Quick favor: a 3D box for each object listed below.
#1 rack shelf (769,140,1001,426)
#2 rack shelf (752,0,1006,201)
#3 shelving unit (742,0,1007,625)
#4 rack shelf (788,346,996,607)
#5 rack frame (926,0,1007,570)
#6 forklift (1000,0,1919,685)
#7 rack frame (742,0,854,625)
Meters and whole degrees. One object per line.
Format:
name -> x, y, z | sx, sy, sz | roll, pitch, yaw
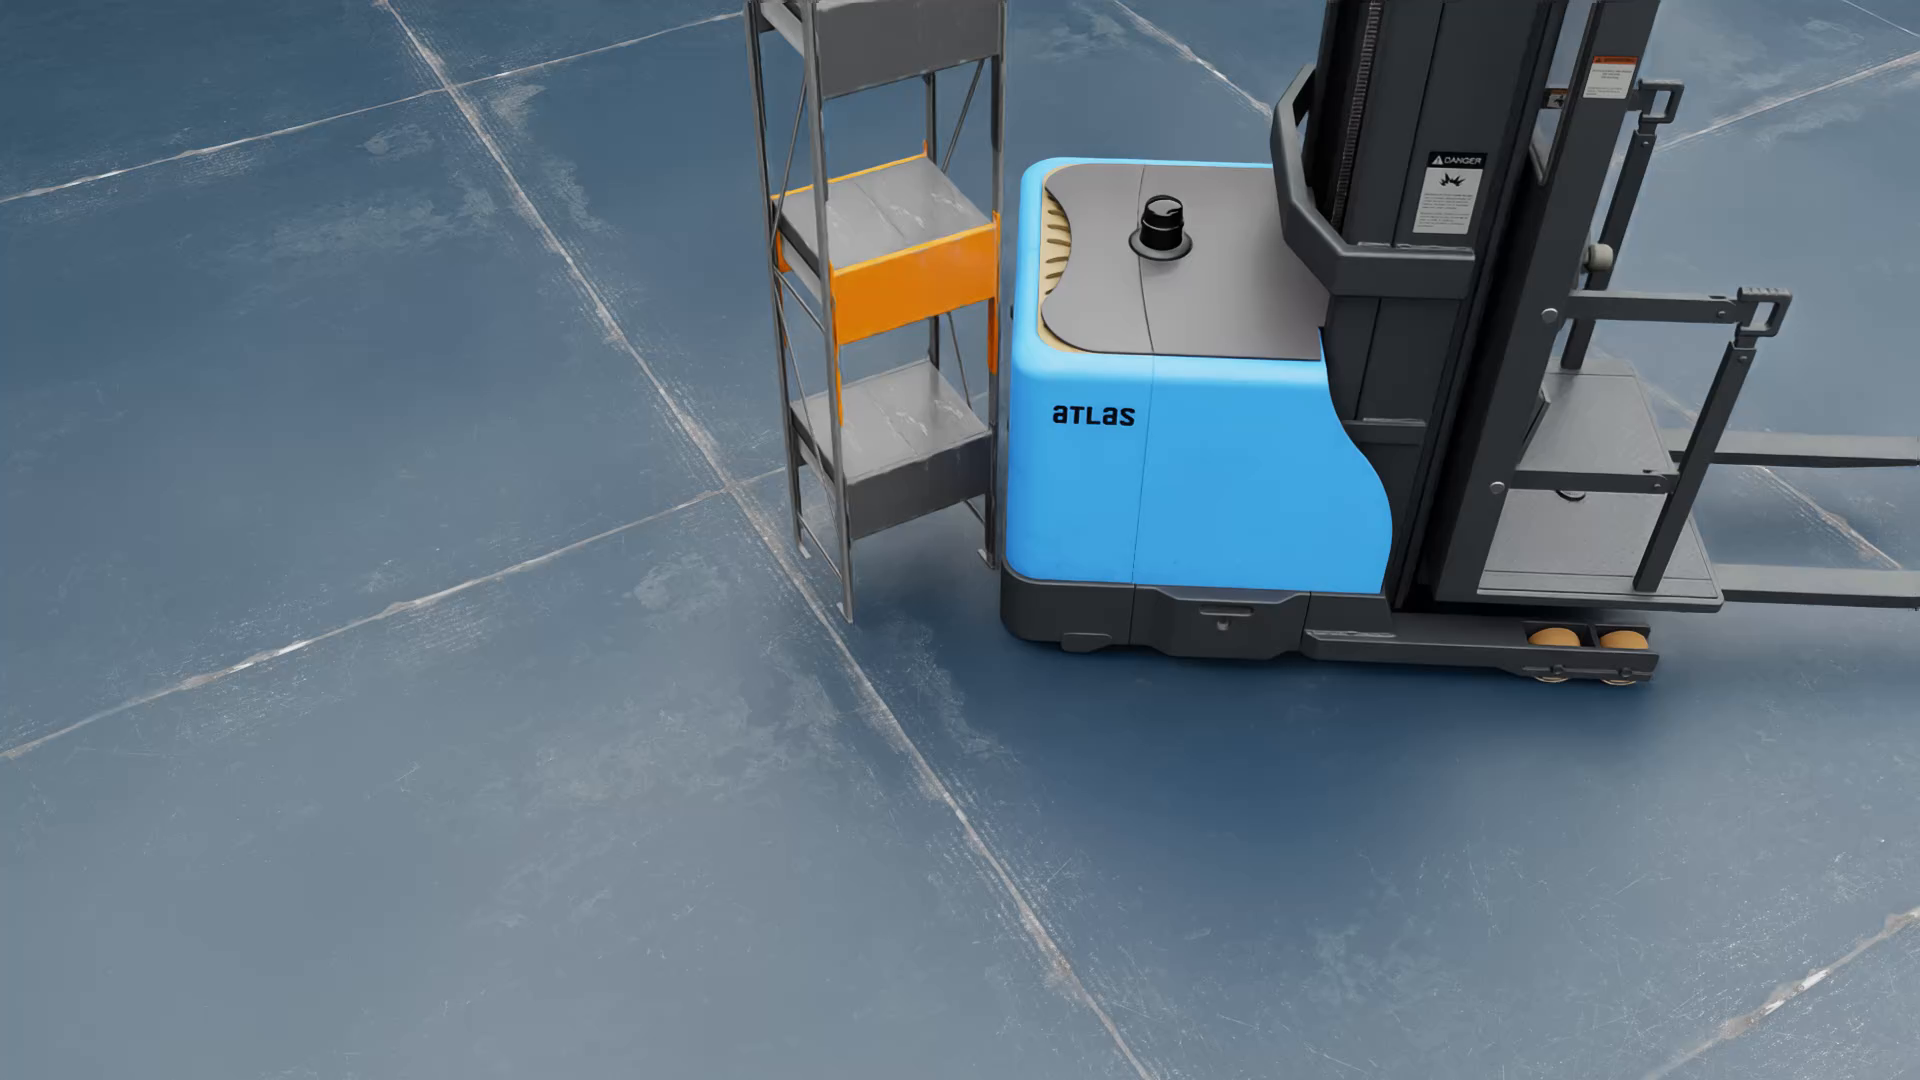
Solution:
rack shelf -> -0.205, -0.694, 4.477 | 0.480, 0.518, 0.431 | -20, 48, -20
rack shelf -> -0.205, -1.197, 3.990 | 0.480, 0.518, 0.431 | -20, 48, -20
shelving unit -> -0.205, -0.704, 4.468 | 0.503, 2.100, 0.431 | -20, 48, -20
rack shelf -> -0.205, -0.192, 4.965 | 0.480, 0.518, 0.431 | -20, 48, -20
rack frame -> 0.010, -0.784, 4.550 | 0.015, 2.100, 0.400 | -20, 48, -20
forklift -> 1.655, -1.015, 4.192 | 3.031, 2.935, 1.130 | 2, 44, 2
rack frame -> -0.421, -0.624, 4.385 | 0.015, 2.100, 0.400 | -20, 48, -20
